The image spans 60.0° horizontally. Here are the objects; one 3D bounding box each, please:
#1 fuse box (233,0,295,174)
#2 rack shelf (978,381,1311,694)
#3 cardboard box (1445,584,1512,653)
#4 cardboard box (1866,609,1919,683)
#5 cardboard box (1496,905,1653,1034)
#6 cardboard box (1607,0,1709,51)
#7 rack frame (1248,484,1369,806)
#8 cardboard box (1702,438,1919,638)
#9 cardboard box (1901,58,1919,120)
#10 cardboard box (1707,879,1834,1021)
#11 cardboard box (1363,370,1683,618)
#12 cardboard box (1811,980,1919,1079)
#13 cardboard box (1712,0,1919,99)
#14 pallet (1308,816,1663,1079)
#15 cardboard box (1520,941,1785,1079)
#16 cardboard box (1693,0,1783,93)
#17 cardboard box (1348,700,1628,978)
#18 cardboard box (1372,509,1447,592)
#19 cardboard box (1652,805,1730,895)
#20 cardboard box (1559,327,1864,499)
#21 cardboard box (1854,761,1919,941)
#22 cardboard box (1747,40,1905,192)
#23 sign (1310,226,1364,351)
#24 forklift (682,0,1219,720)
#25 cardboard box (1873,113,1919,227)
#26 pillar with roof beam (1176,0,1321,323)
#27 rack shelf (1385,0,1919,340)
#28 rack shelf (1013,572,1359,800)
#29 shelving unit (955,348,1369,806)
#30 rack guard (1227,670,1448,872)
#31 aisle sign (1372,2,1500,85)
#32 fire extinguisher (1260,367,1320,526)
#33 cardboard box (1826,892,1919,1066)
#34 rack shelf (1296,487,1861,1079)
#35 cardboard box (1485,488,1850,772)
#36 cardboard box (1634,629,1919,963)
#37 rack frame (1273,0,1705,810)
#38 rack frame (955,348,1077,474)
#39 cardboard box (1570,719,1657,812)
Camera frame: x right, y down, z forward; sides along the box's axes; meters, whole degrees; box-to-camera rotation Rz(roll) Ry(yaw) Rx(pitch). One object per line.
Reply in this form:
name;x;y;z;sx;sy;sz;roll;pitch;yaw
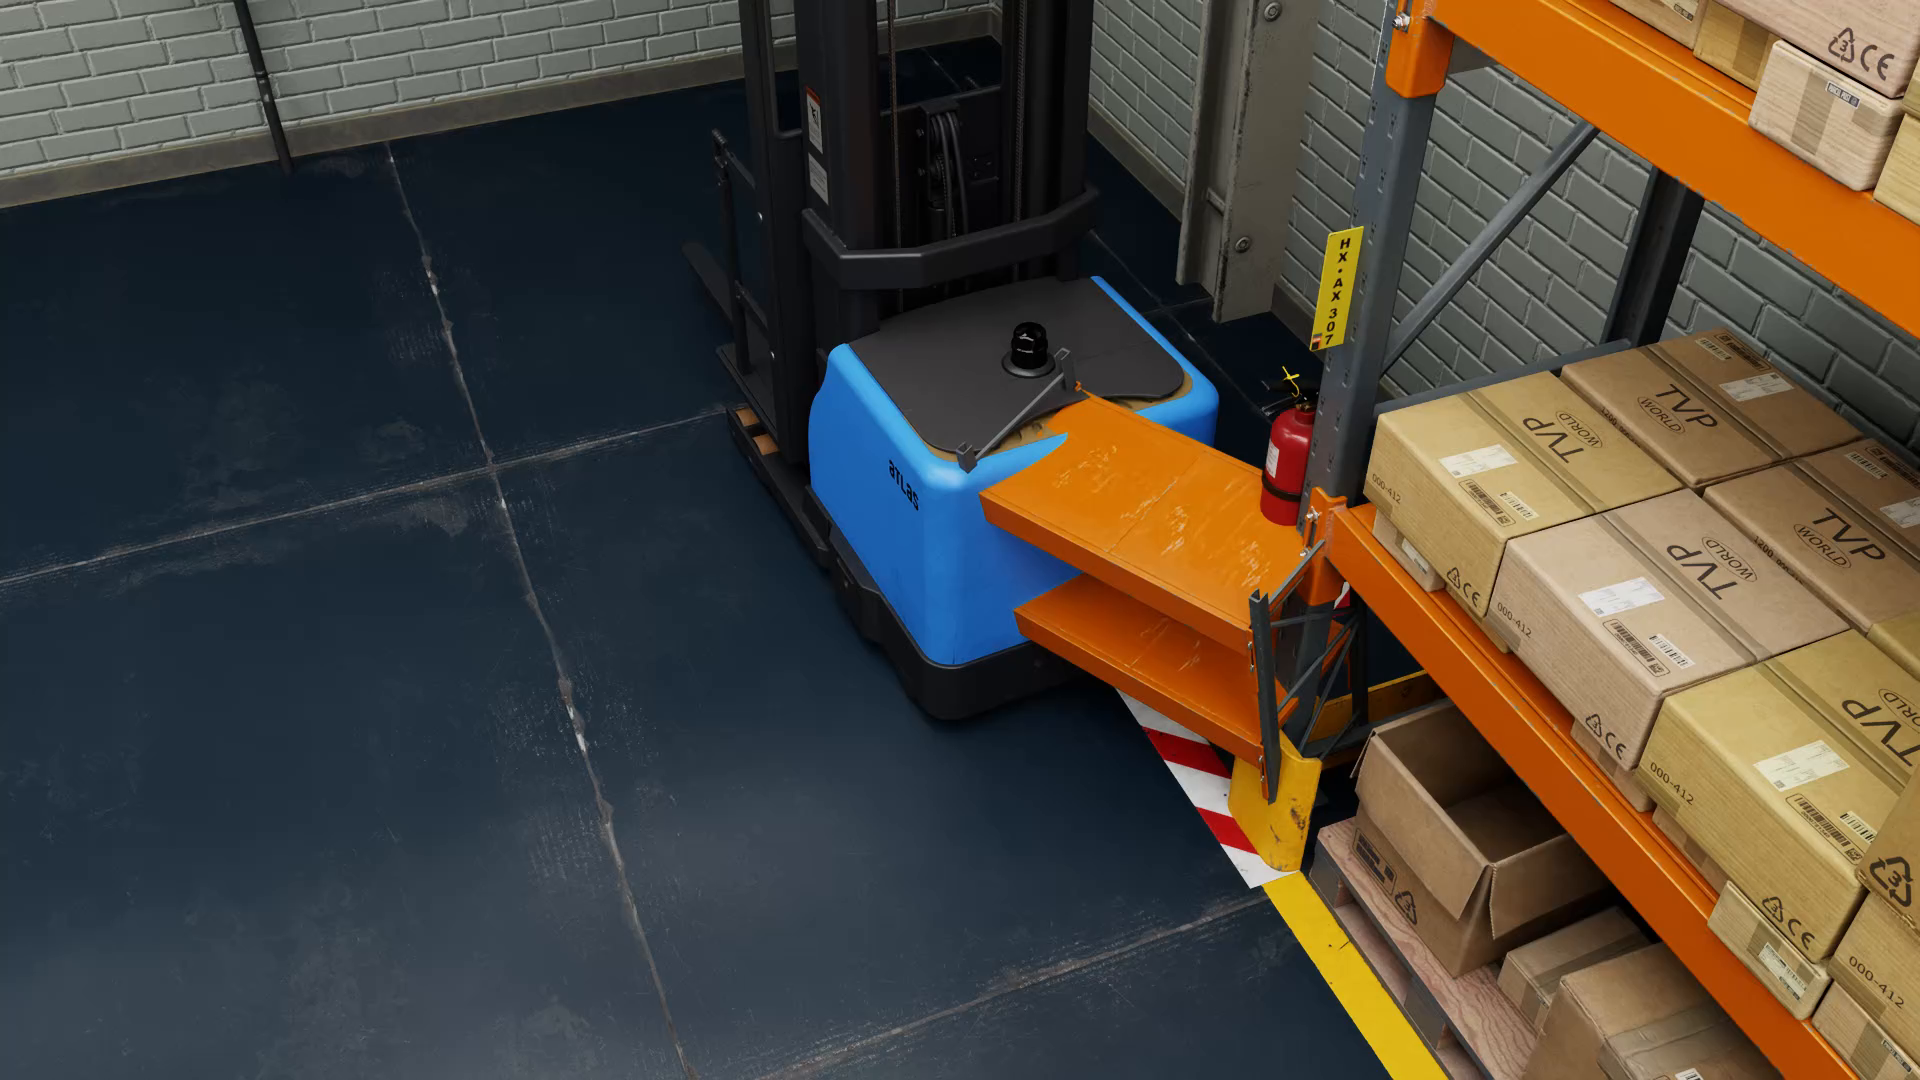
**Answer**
fuse box;-3.362;-2.504;7.849;0.539;1.711;0.414;-15;43;-17
rack shelf;0.584;-0.033;4.814;1.000;0.278;0.538;28;61;33
cardboard box;1.417;0.098;4.028;0.380;0.149;0.250;-14;43;-16
cardboard box;2.207;0.360;3.418;0.500;0.250;0.500;-14;43;-16
cardboard box;1.678;1.174;4.449;0.380;0.149;0.250;-17;43;-19
cardboard box;1.436;-1.046;3.058;0.380;0.149;0.250;-14;43;-16
rack frame;1.014;0.361;4.752;0.032;1.125;0.500;28;61;33
cardboard box;2.022;0.060;3.766;0.500;0.250;0.500;-15;43;-17
cardboard box;1.720;-0.651;2.293;0.500;0.250;0.500;-16;43;-18
cardboard box;1.724;0.744;3.276;0.380;0.149;0.250;-16;43;-18
cardboard box;1.329;-0.121;3.977;0.500;0.250;0.500;-15;43;-17
cardboard box;1.844;0.898;3.098;0.380;0.149;0.250;-14;43;-16
cardboard box;1.535;-0.962;2.655;0.500;0.250;0.500;-14;43;-16
pallet;1.740;1.178;4.719;1.003;0.211;1.213;-15;43;-17
cardboard box;1.842;1.300;4.033;0.700;0.500;0.500;-13;42;-15
cardboard box;1.519;-0.888;2.874;0.380;0.149;0.250;-15;43;-17
cardboard box;1.551;0.774;4.642;0.797;0.503;0.637;-17;43;-19
cardboard box;1.277;-0.044;4.193;0.380;0.149;0.250;-15;43;-17
cardboard box;1.697;0.573;3.475;0.380;0.149;0.250;-14;43;-16
cardboard box;1.826;-0.251;4.128;0.500;0.250;0.500;-14;43;-16
cardboard box;1.904;0.498;2.682;0.500;0.500;0.500;-14;43;-16
cardboard box;1.519;-0.712;2.669;0.380;0.149;0.250;-14;43;-16
sign;0.903;-0.598;3.981;0.100;0.325;0.005;-15;43;-17
forklift;-0.277;-1.479;5.722;1.130;2.935;3.031;-18;44;-20
cardboard box;1.626;-0.556;2.488;0.380;0.149;0.250;-15;43;-17
pillar with roof beam;-2.772;-3.455;3.367;9.100;9.000;0.400;-15;43;-17
rack shelf;2.170;-0.065;2.277;1.077;0.370;4.000;-15;43;-17
rack shelf;0.684;0.319;5.208;1.000;0.278;0.538;28;61;33
shelving unit;0.639;0.159;5.029;1.048;1.125;0.538;28;61;33
rack guard;1.434;0.588;5.183;1.175;0.500;0.348;-15;43;-17
aisle sign;1.107;-1.359;3.536;0.394;0.787;0.004;-15;43;-17
fire extinguisher;0.921;-0.208;4.537;0.296;0.674;0.183;-15;43;-17
cardboard box;1.935;0.790;2.918;0.500;0.250;0.500;-16;43;-18
rack shelf;2.170;1.072;3.255;1.077;0.370;4.000;-15;43;-17
cardboard box;1.523;0.183;3.624;0.500;0.250;0.500;-15;43;-16
cardboard box;1.720;0.487;3.270;0.500;0.250;0.500;-16;43;-18
rack frame;1.405;-0.406;4.421;1.000;3.000;0.127;-15;43;-17
rack frame;0.264;-0.044;5.305;0.032;1.125;0.500;28;61;33
cardboard box;1.590;0.415;3.660;0.380;0.149;0.250;-14;43;-16
